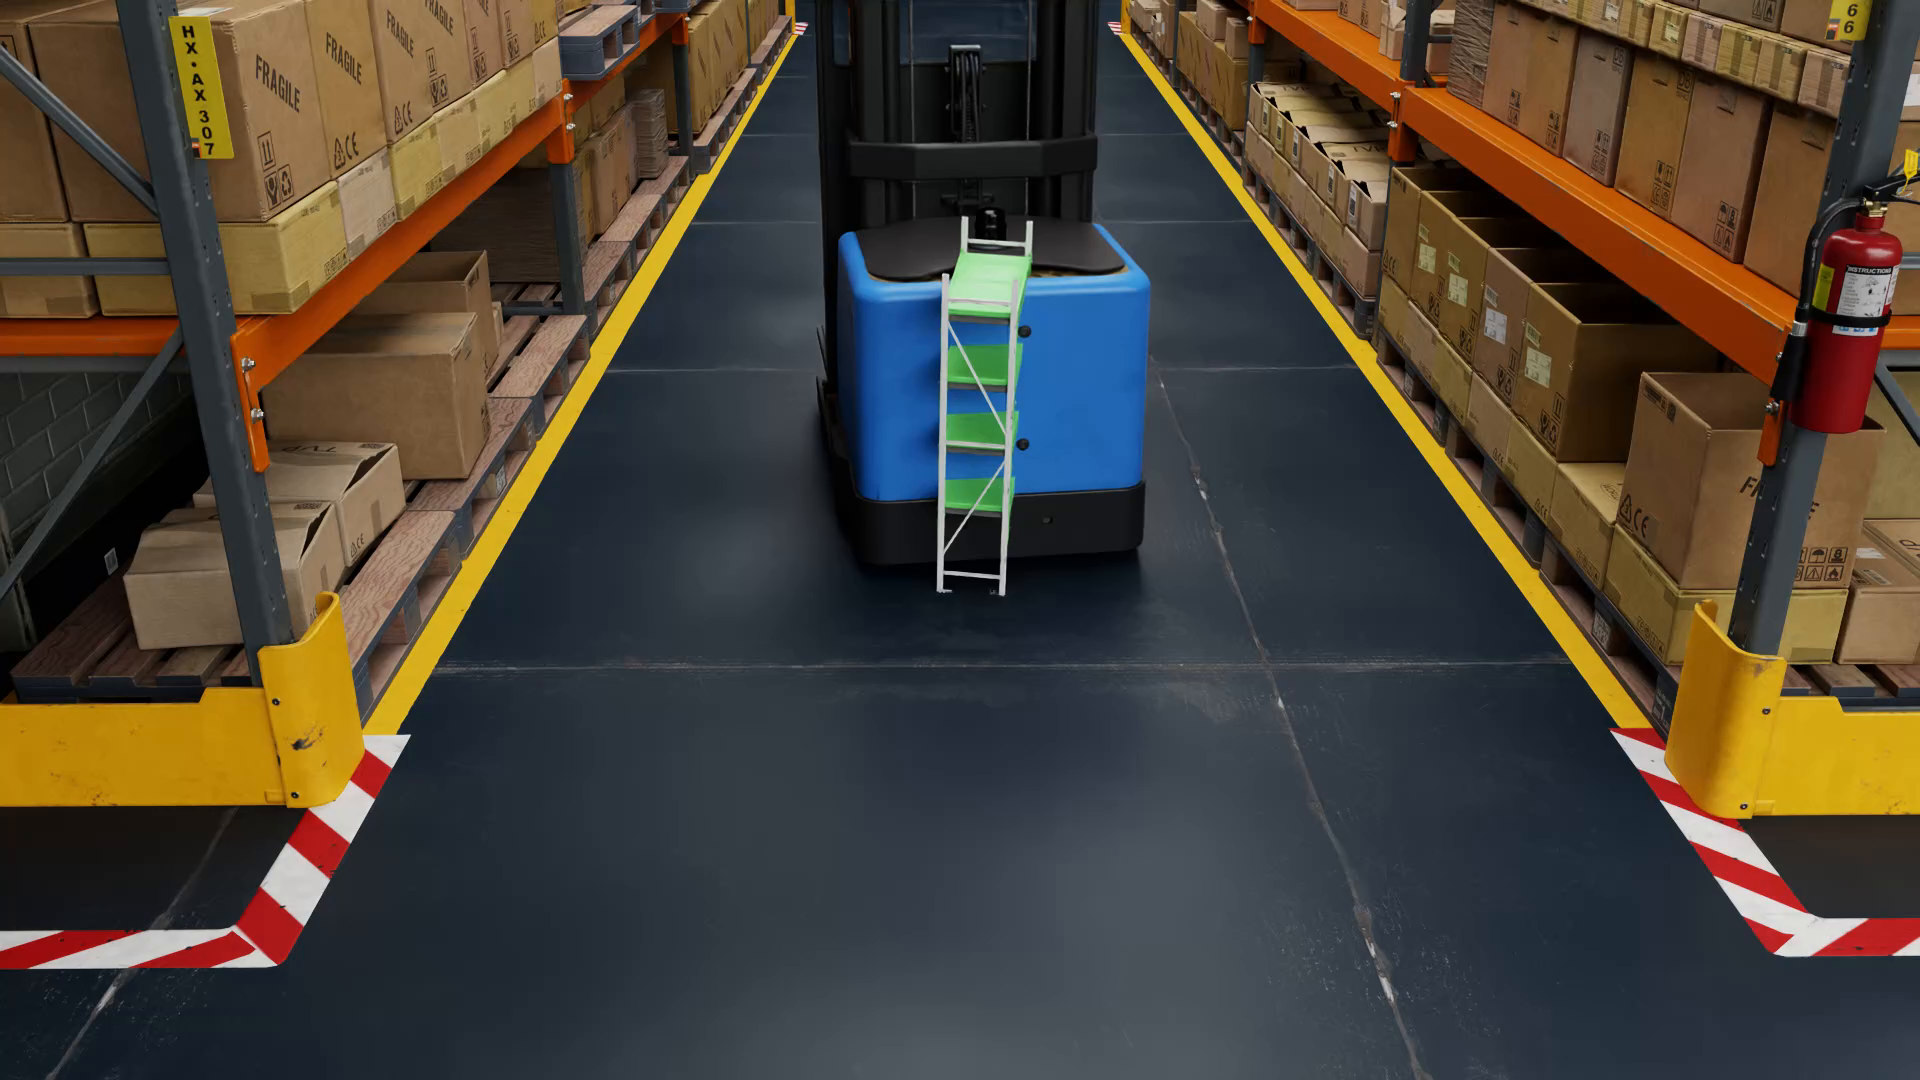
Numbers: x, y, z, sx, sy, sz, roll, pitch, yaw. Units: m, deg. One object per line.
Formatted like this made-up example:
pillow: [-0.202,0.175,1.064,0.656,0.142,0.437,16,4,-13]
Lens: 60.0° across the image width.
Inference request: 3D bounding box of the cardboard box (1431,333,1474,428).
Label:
cardboard box: [2.287,-0.668,6.915,0.500,0.250,0.500,0,24,-1]

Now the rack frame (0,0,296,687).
rack frame: [-2.325,-0.662,4.074,1.000,3.000,0.127,0,24,-1]

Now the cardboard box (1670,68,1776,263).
cardboard box: [2.625,-1.140,5.010,0.700,0.500,0.500,0,24,1]

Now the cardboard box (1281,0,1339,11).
cardboard box: [2.357,-3.572,10.617,0.500,0.311,0.500,-1,24,-1]

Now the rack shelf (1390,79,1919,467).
rack shelf: [2.606,-1.182,6.097,1.077,0.370,4.000,0,24,-1]

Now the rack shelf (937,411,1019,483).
rack shelf: [0.081,-0.390,5.750,0.258,0.148,0.480,5,33,5]

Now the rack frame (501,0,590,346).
rack frame: [-2.369,-2.310,7.719,1.000,3.000,0.127,0,24,-1]

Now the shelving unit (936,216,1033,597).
shelving unit: [0.082,-0.444,5.716,0.258,1.200,0.503,5,33,5]

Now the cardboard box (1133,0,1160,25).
cardboard box: [2.181,-5.795,18.226,0.500,0.250,0.500,0,24,-1]

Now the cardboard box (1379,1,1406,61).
cardboard box: [2.391,-2.634,8.598,0.396,0.266,0.258,-1,24,-2]

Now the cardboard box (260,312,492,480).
cardboard box: [-2.207,-0.547,6.318,0.700,0.500,0.500,-2,24,-4]

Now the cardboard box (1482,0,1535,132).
cardboard box: [2.608,-1.980,6.866,0.700,0.500,0.500,-1,24,-1]

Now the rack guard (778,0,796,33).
rack guard: [-2.500,-6.126,19.189,1.175,0.500,0.348,0,24,-1]

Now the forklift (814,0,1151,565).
forklift: [-0.046,-1.824,6.726,1.130,2.935,3.031,-3,25,-7]

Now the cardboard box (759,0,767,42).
cardboard box: [-2.367,-5.387,17.044,0.700,0.500,0.500,0,24,1]

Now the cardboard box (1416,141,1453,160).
cardboard box: [2.822,-2.119,9.442,0.500,0.311,0.500,-1,24,-2]

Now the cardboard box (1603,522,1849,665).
cardboard box: [2.327,0.156,5.093,0.500,0.250,0.500,0,24,-1]

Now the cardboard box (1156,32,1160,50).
cardboard box: [2.143,-4.920,16.414,0.380,0.149,0.250,0,24,-1]

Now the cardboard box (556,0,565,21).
cardboard box: [-2.340,-2.766,8.071,0.700,0.500,0.500,0,24,0]

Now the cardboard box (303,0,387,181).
cardboard box: [-2.025,-1.346,4.835,0.500,0.500,0.500,0,24,0]

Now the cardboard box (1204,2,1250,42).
cardboard box: [2.276,-4.215,13.519,0.500,0.250,0.500,-1,24,-2]

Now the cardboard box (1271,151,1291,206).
cardboard box: [2.271,-2.283,10.484,0.500,0.250,0.500,-1,24,-2]

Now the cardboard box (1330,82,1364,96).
cardboard box: [2.793,-2.962,11.305,0.500,0.311,0.500,0,24,1]

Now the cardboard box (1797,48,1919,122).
cardboard box: [2.433,-1.184,4.319,0.380,0.149,0.250,-1,24,-1]

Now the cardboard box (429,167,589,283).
cardboard box: [-2.394,-1.675,8.813,0.700,0.500,0.500,1,24,1]

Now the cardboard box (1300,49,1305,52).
cardboard box: [2.810,-3.655,13.191,0.500,0.500,0.500,-1,24,-1]

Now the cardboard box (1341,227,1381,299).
cardboard box: [2.290,-1.442,8.626,0.500,0.250,0.500,0,24,-1]

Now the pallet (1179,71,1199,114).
pallet: [2.544,-4.025,14.894,1.003,0.211,1.213,0,24,-1]

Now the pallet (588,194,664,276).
pallet: [-2.395,-1.865,10.117,1.003,0.211,1.213,0,24,-1]

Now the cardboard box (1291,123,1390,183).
cardboard box: [2.276,-2.321,9.888,0.500,0.311,0.500,-1,24,-1]

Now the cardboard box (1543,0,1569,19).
cardboard box: [2.412,-2.033,6.196,0.380,0.149,0.250,-1,24,-2]

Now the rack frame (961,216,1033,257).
rack frame: [0.113,-0.574,5.920,0.240,1.200,0.015,5,33,5]

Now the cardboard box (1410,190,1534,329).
cardboard box: [2.290,-1.216,7.216,0.500,0.500,0.500,0,24,-1]

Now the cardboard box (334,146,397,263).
cardboard box: [-2.033,-1.019,5.022,0.500,0.250,0.500,-1,24,-2]

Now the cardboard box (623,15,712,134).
cardboard box: [-2.289,-3.474,12.391,0.750,0.750,0.750,-1,24,-1]

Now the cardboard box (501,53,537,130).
cardboard box: [-2.064,-1.852,6.863,0.500,0.250,0.500,0,24,0]

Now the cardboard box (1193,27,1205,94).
cardboard box: [2.274,-4.066,14.100,0.500,0.500,0.500,0,24,0]

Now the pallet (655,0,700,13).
pallet: [-2.298,-3.578,10.754,1.213,0.211,1.003,0,24,-1]

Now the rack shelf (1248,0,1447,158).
rack shelf: [2.563,-2.831,9.742,1.077,0.370,4.000,0,24,-1]

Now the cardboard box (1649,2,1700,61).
cardboard box: [2.422,-1.609,5.259,0.380,0.149,0.250,0,24,1]

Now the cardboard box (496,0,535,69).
cardboard box: [-2.043,-2.194,6.708,0.500,0.500,0.500,0,24,-1]

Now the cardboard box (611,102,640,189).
cardboard box: [-2.463,-2.511,10.661,0.700,0.500,0.500,0,24,-1]

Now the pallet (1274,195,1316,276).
pallet: [2.521,-1.871,10.131,1.003,0.211,1.213,0,24,-1]

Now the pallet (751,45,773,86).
pallet: [-2.386,-4.650,16.275,1.003,0.211,1.213,0,24,-1]

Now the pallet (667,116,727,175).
pallet: [-2.346,-3.013,12.657,1.003,0.211,1.213,0,24,-1]

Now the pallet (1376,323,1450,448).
pallet: [2.551,-0.736,7.621,1.003,0.211,1.213,0,24,-1]

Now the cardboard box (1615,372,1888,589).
cardboard box: [2.325,-0.186,4.938,0.500,0.500,0.500,0,24,-1]

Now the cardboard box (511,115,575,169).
cardboard box: [-2.402,-2.198,9.060,0.500,0.250,0.500,-1,24,-2]
